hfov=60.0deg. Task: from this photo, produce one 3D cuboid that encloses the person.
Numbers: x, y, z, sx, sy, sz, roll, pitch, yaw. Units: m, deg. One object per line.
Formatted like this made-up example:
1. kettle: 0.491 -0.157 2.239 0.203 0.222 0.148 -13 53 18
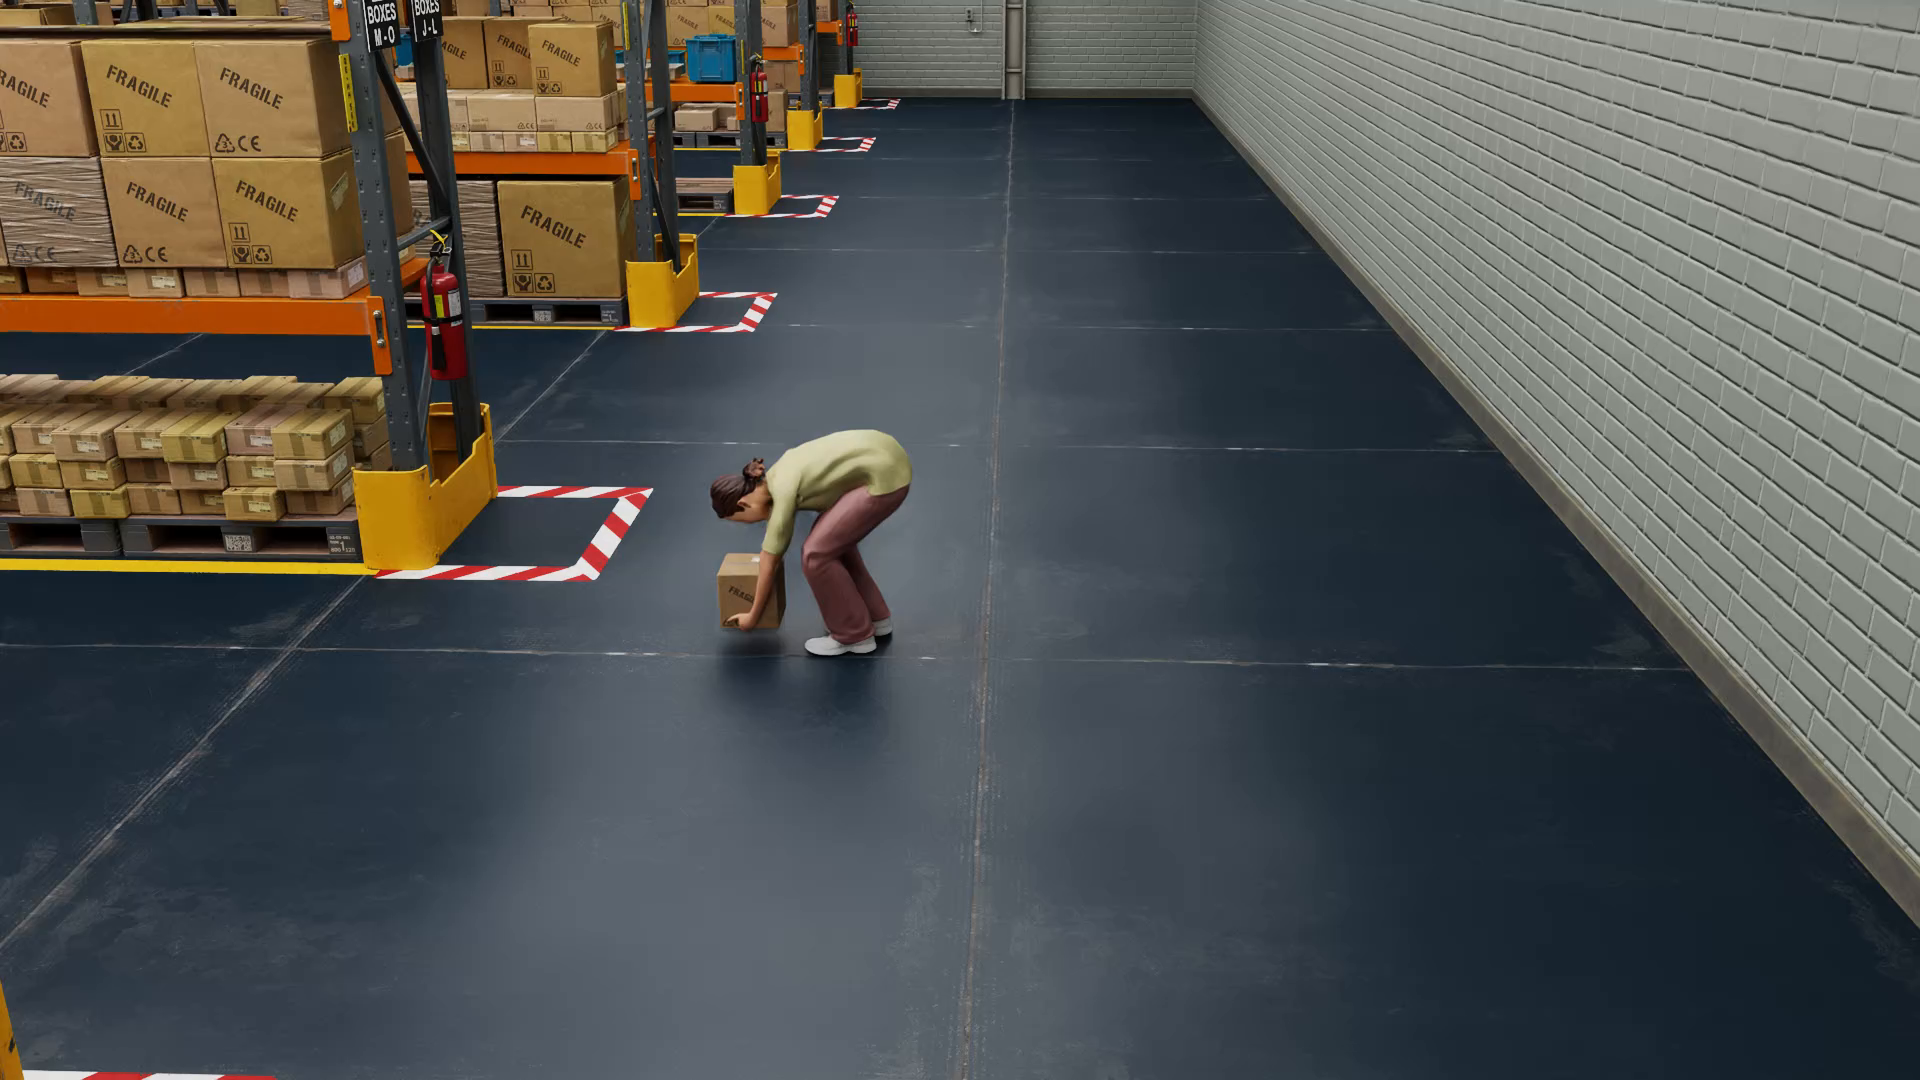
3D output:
1. person: -0.624 0.006 7.087 0.855 0.947 0.450 0 21 -1
